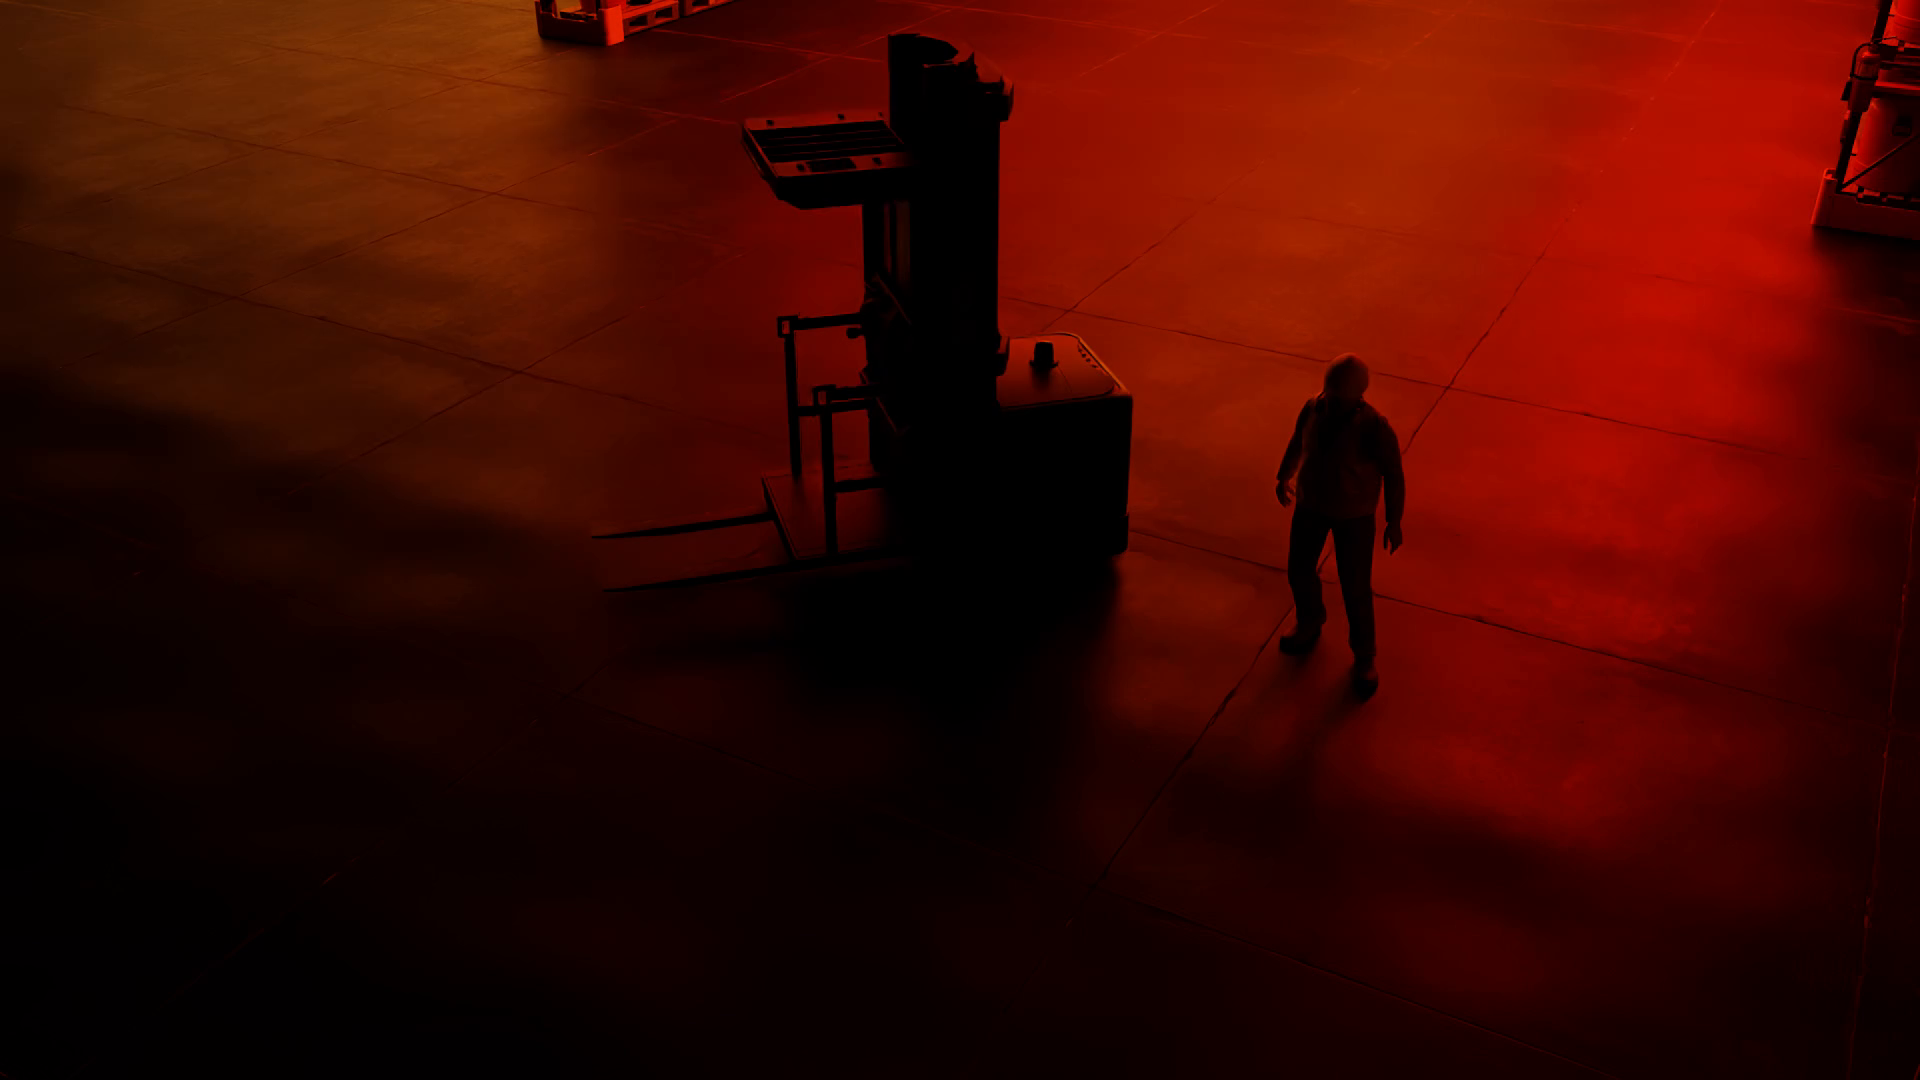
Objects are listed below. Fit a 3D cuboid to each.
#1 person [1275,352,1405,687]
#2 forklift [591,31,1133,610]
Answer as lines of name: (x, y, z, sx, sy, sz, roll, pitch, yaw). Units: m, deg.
person: (1.935, -0.162, 8.543, 0.823, 1.744, 0.442, 24, 38, 35)
forklift: (-0.592, -1.173, 9.103, 3.031, 2.935, 1.130, -8, 31, -14)
